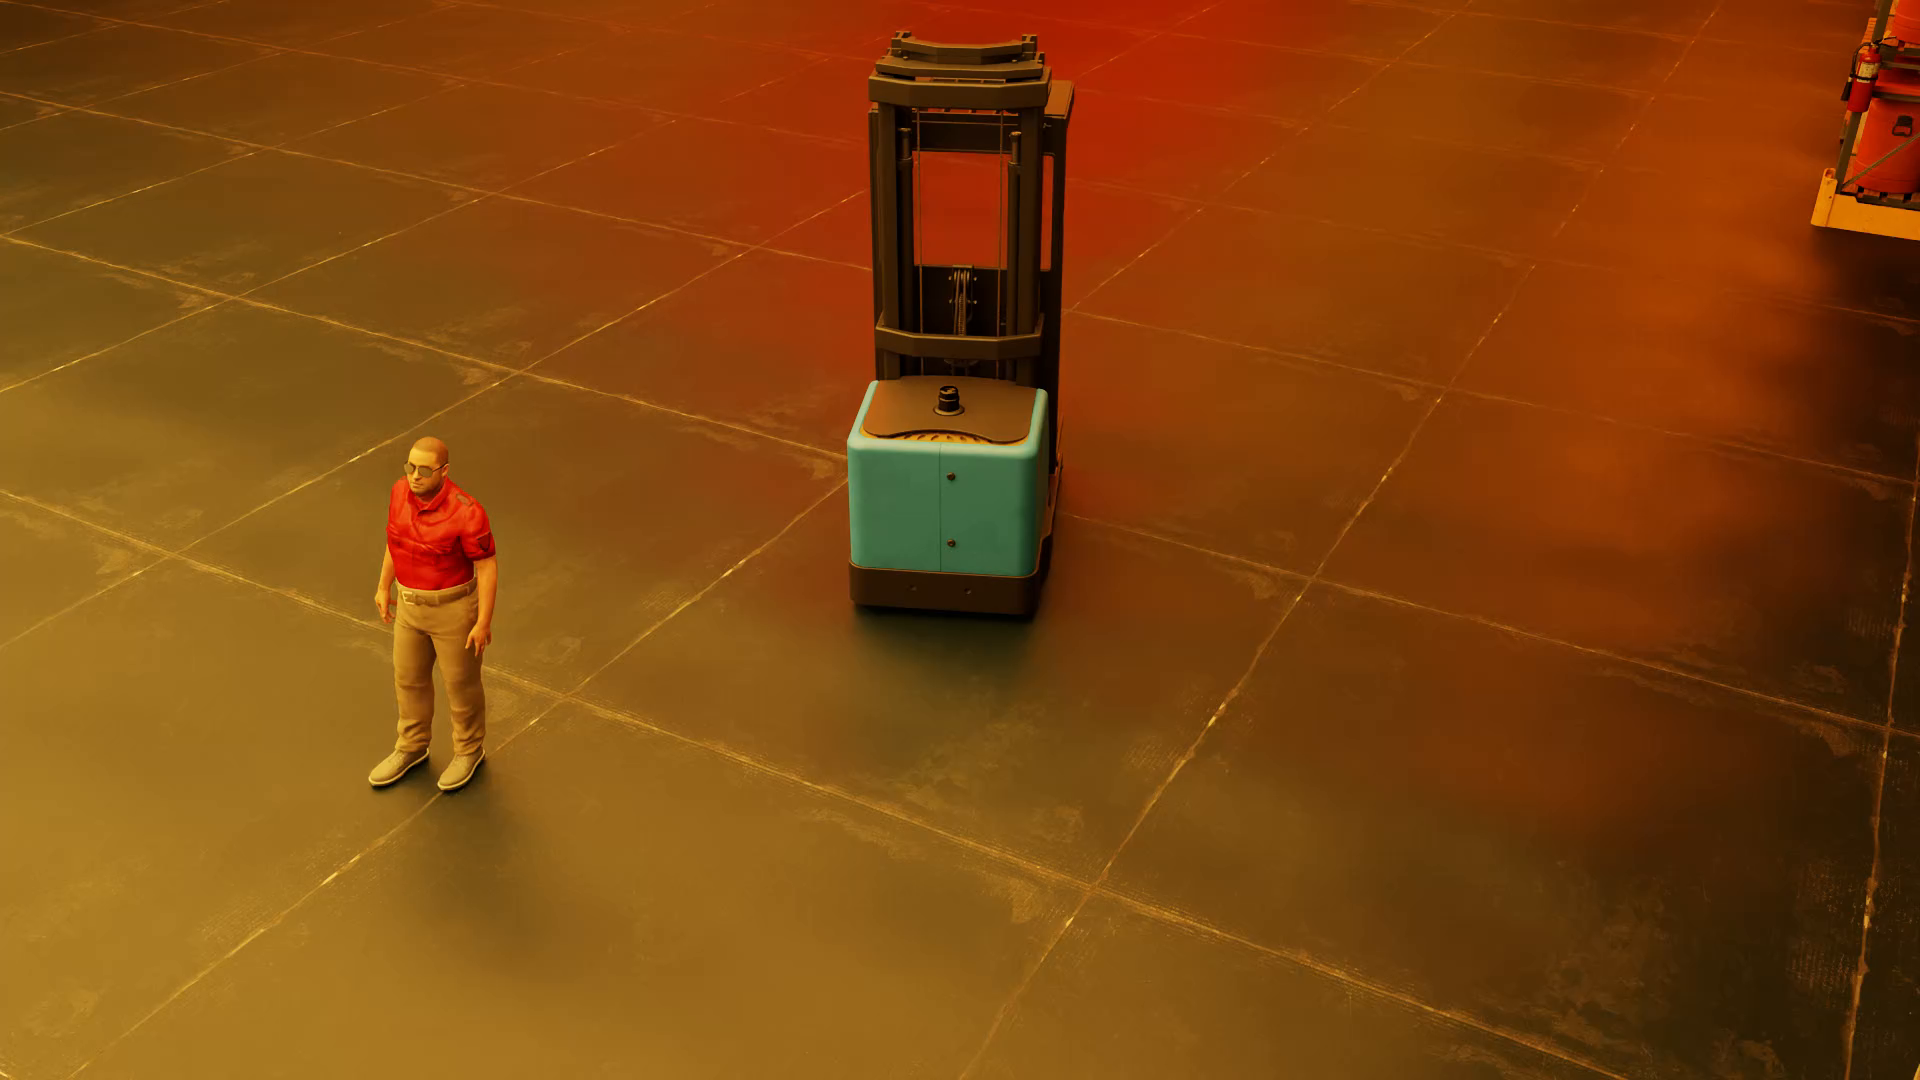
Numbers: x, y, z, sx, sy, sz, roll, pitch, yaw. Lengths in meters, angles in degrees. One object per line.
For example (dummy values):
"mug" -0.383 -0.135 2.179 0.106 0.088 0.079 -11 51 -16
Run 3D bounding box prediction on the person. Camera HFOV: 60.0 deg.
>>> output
"person" -2.451 0.363 7.628 0.640 1.727 0.551 13 32 21

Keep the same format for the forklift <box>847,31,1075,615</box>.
"forklift" 0.072 -1.572 9.794 1.130 2.935 3.031 3 30 6
